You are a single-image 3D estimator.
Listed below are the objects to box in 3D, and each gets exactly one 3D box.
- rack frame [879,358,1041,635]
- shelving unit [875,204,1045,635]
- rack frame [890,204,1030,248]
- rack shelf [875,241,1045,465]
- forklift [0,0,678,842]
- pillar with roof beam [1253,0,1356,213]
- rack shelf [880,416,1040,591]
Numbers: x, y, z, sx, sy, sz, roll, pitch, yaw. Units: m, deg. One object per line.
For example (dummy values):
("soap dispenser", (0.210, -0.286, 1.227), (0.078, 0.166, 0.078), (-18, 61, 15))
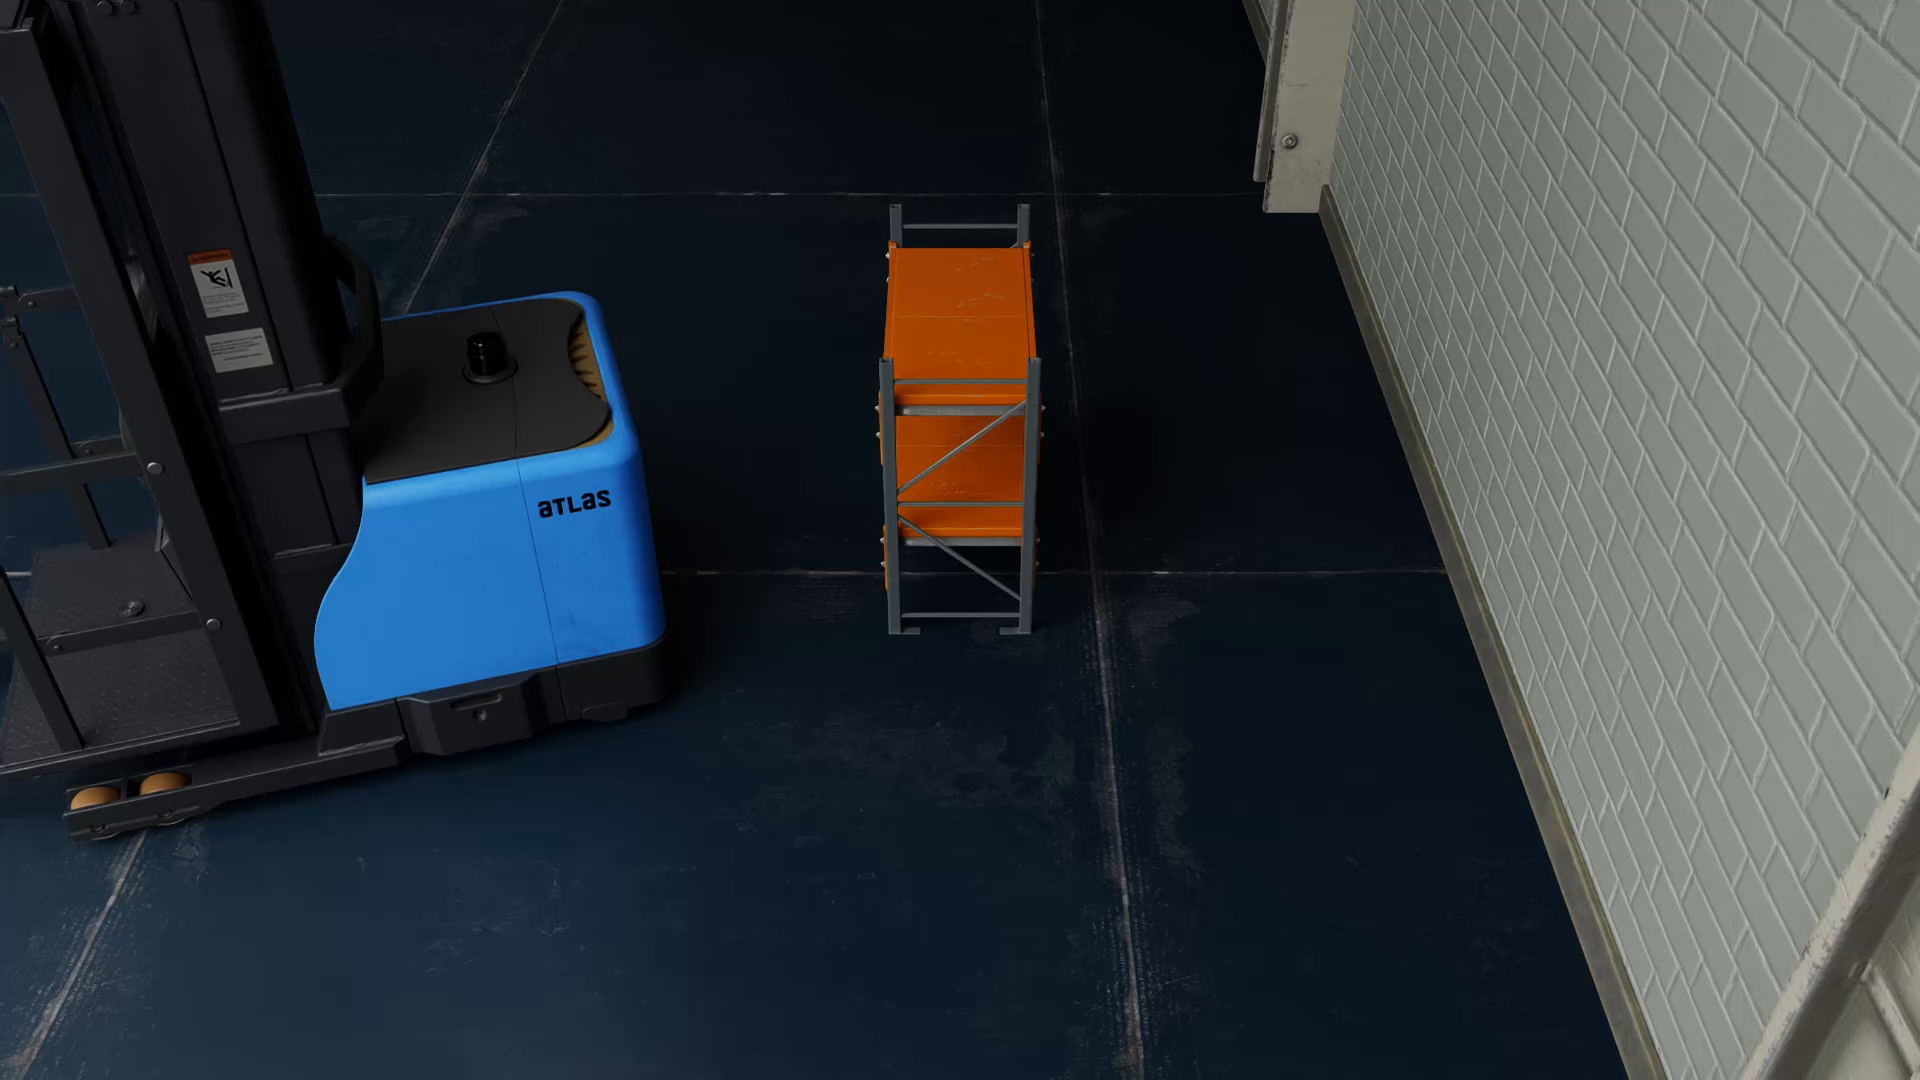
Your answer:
("rack frame", (0.001, -0.117, 5.496), (0.500, 1.125, 0.032), (0, 39, 0))
("shelving unit", (0.000, -0.435, 5.893), (0.538, 1.125, 1.048), (0, 39, 0))
("rack frame", (-0.001, -0.753, 6.290), (0.500, 1.125, 0.032), (0, 39, 0))
("rack shelf", (0.000, -0.663, 5.710), (0.538, 0.278, 1.000), (0, 39, 0))
("forklift", (-2.516, -0.596, 4.650), (3.031, 2.935, 1.130), (-11, 40, -14))
("pillar with roof beam", (-2.637, -5.265, 5.624), (9.100, 9.000, 0.400), (0, 39, 0))
("rack shelf", (0.000, -0.244, 6.046), (0.538, 0.278, 1.000), (0, 39, 0))
